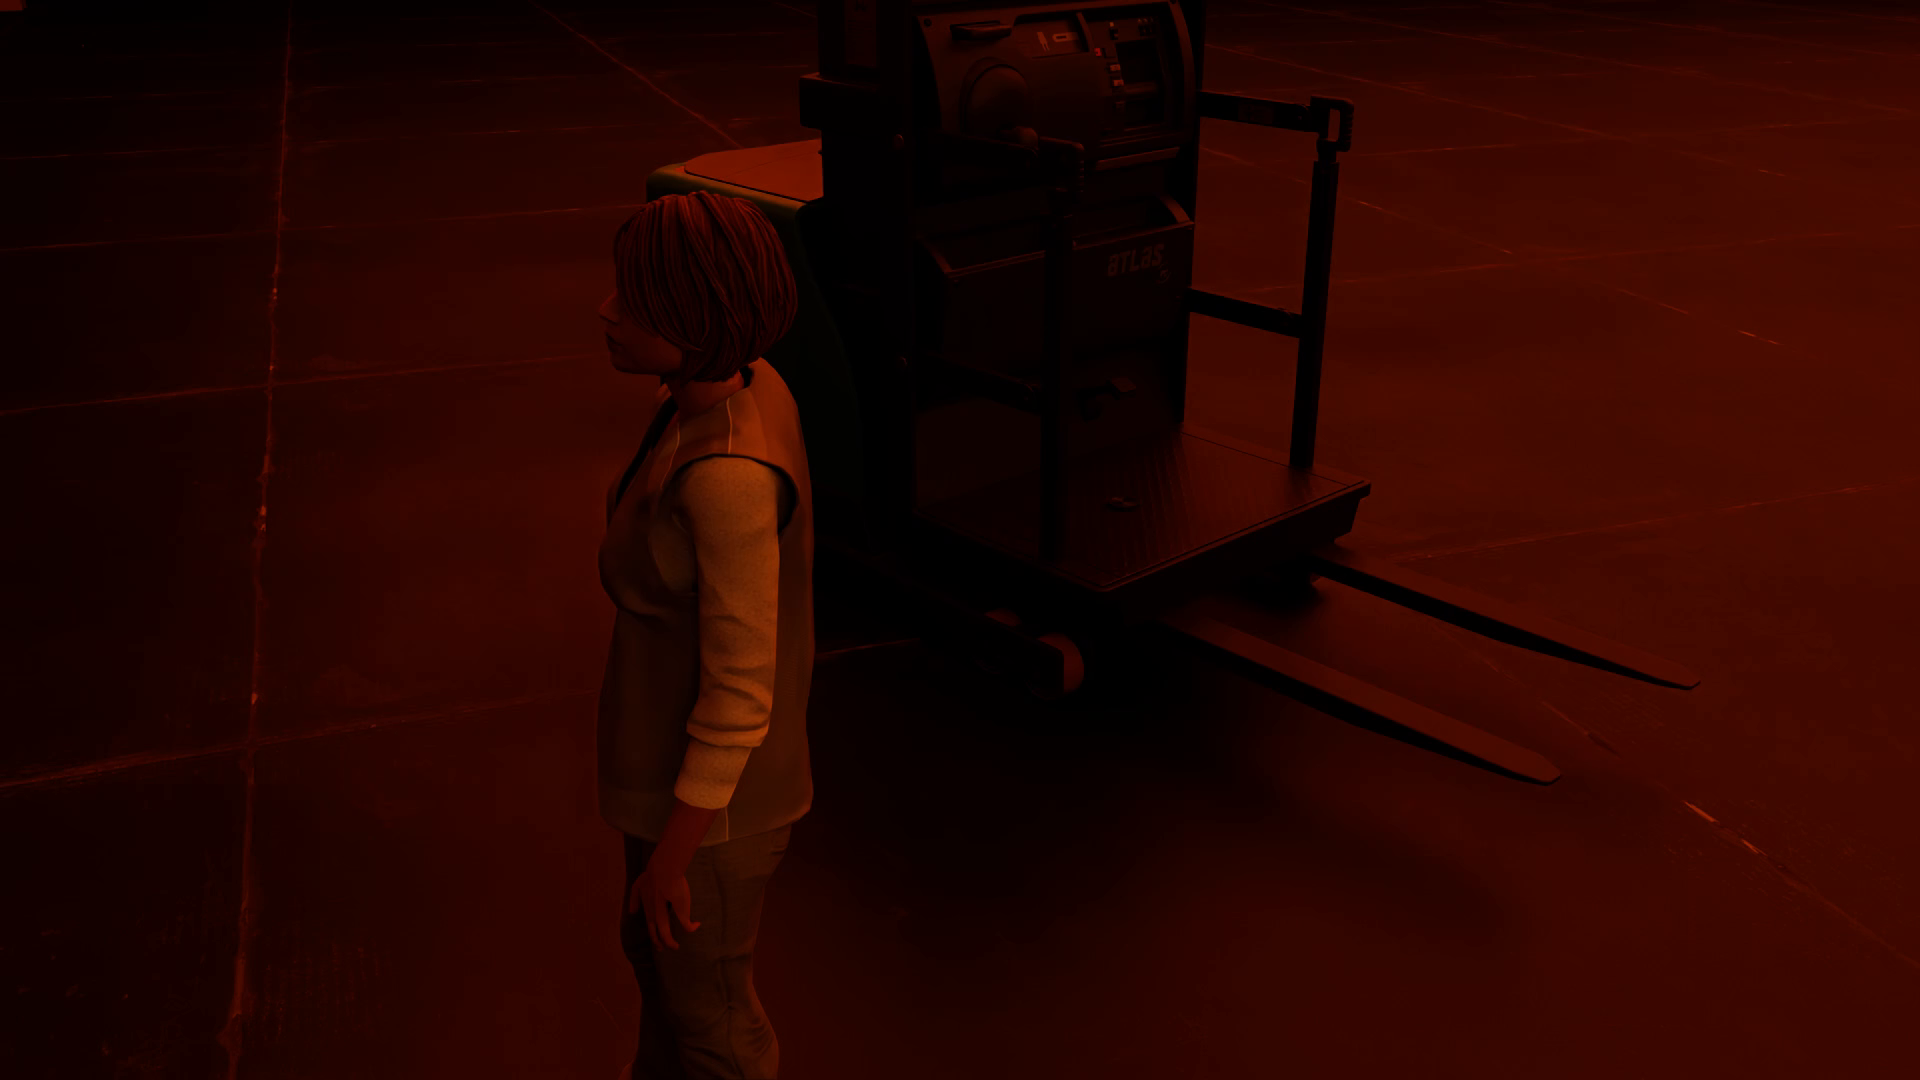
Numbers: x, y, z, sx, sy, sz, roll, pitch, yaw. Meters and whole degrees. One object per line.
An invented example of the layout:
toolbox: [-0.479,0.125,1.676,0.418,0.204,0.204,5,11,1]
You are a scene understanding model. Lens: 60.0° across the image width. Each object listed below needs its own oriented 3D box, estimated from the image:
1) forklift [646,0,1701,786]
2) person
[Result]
forklift: [0.409,-1.176,4.096,1.130,2.935,3.031,-19,30,-38]
person: [-0.422,0.328,2.220,0.477,1.597,0.518,-4,23,-9]
